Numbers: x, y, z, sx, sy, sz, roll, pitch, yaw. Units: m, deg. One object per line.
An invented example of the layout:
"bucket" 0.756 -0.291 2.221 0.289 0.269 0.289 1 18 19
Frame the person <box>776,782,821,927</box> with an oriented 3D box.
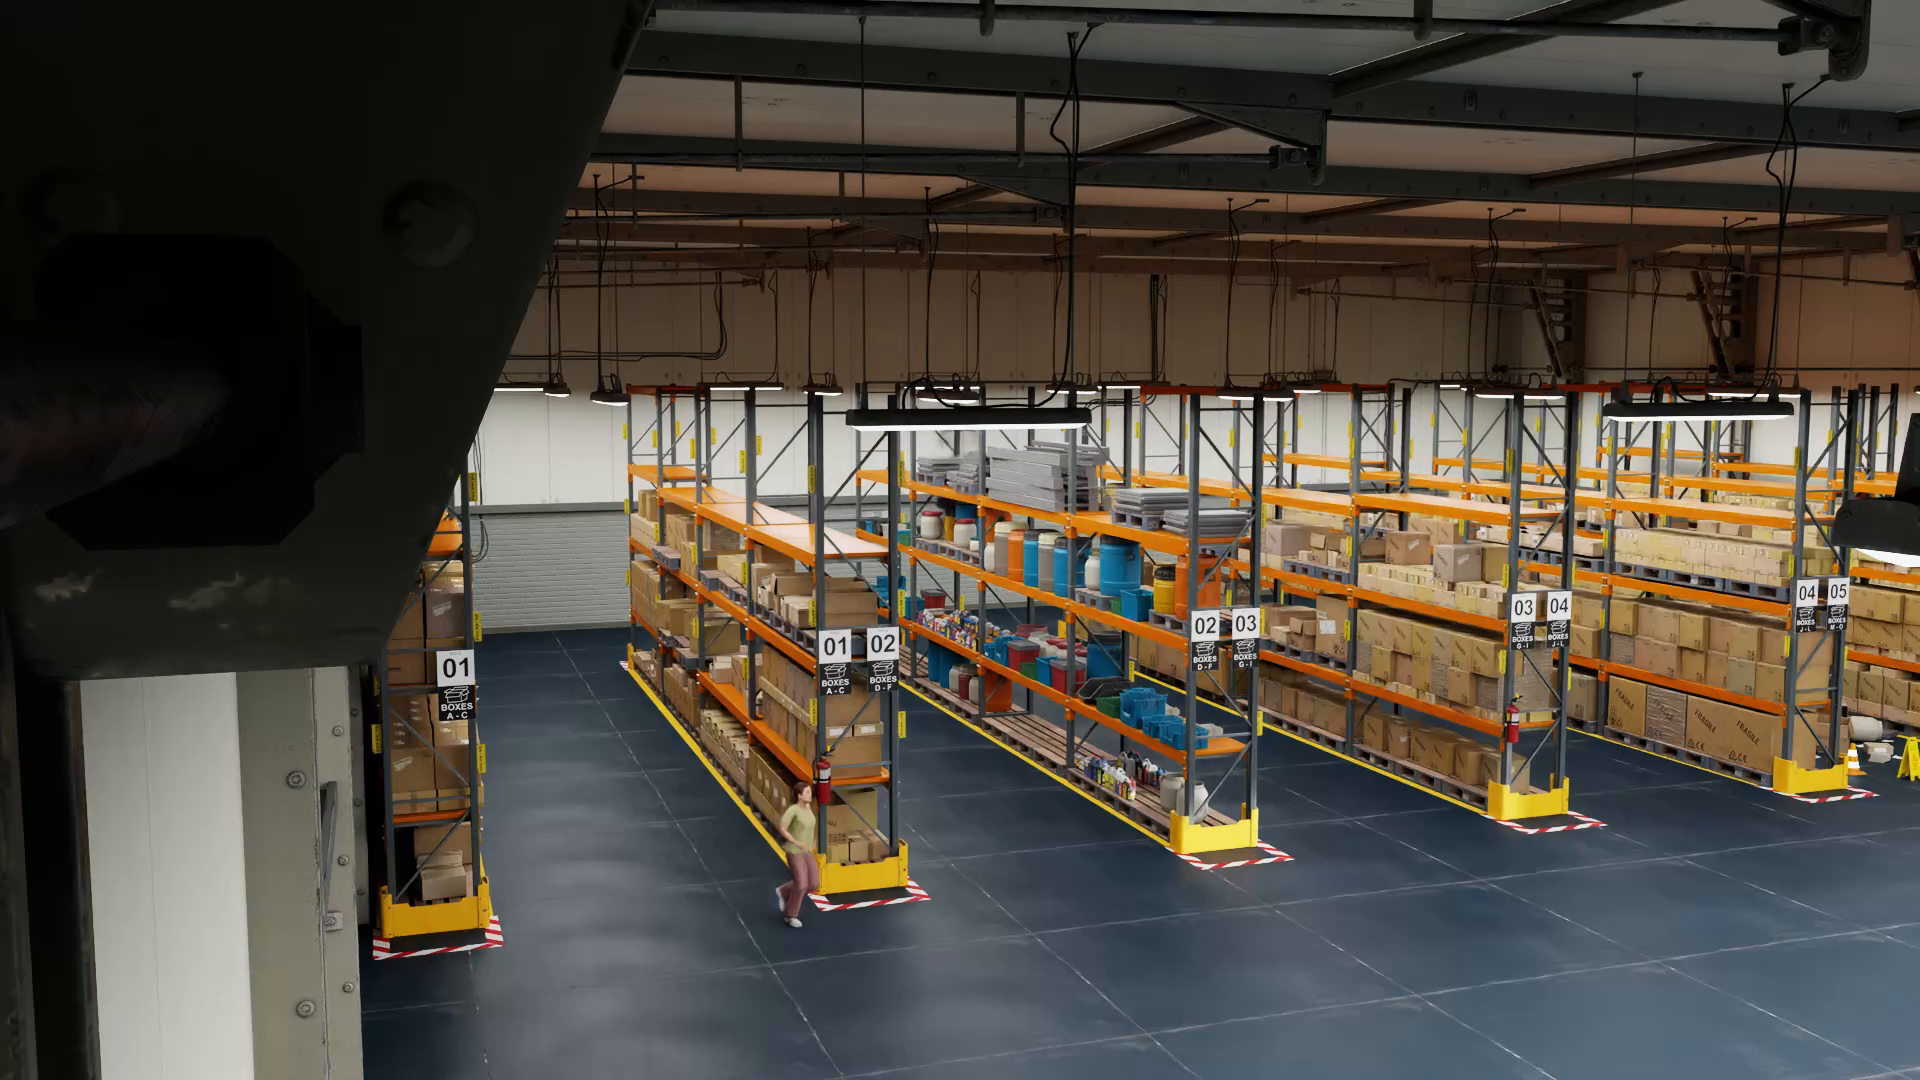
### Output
"person" -1.845 3.571 19.082 0.550 1.616 0.670 3 7 30
